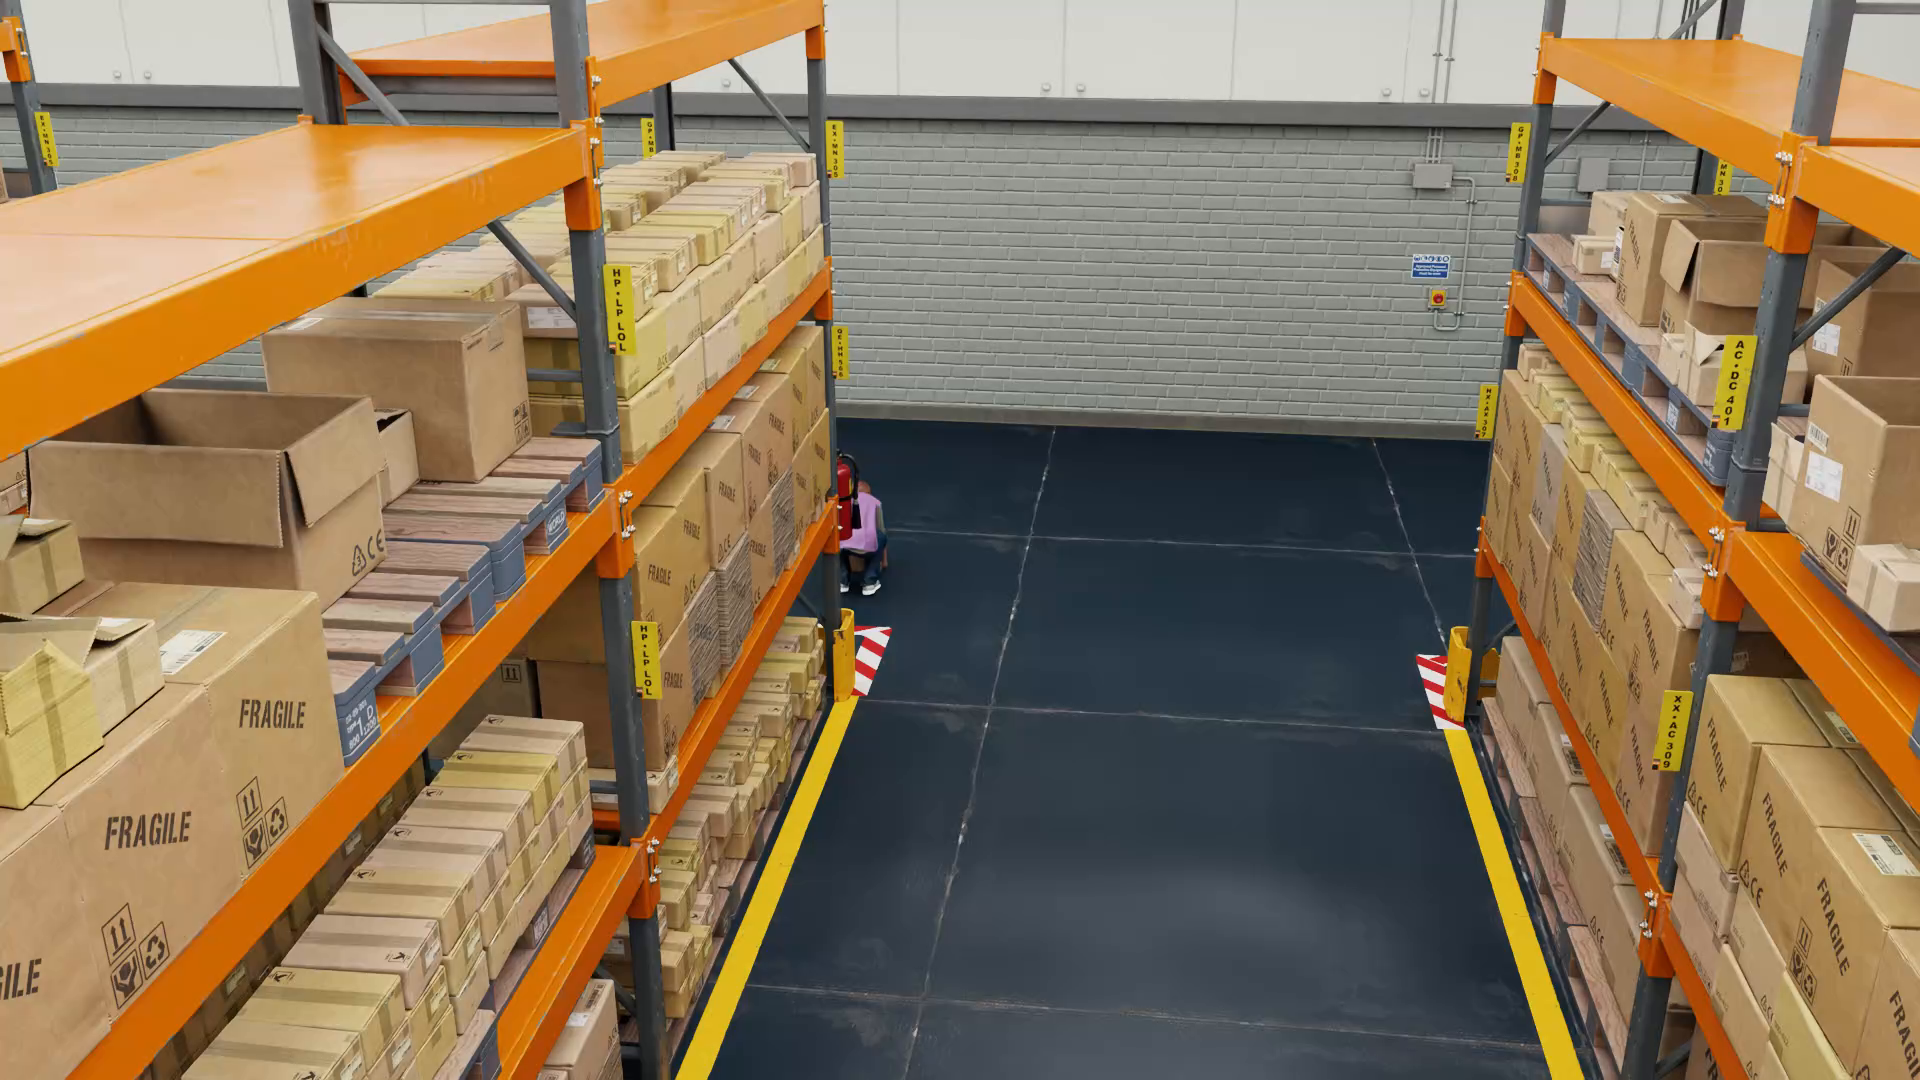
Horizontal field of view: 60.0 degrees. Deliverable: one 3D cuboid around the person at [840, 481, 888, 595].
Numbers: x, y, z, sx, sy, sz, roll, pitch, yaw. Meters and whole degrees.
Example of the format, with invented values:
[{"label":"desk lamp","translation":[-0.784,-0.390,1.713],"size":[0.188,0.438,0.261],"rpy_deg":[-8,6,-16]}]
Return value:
[{"label":"person","translation":[-0.754,0.012,12.355],"size":[0.418,0.709,0.855],"rpy_deg":[2,22,5]}]
